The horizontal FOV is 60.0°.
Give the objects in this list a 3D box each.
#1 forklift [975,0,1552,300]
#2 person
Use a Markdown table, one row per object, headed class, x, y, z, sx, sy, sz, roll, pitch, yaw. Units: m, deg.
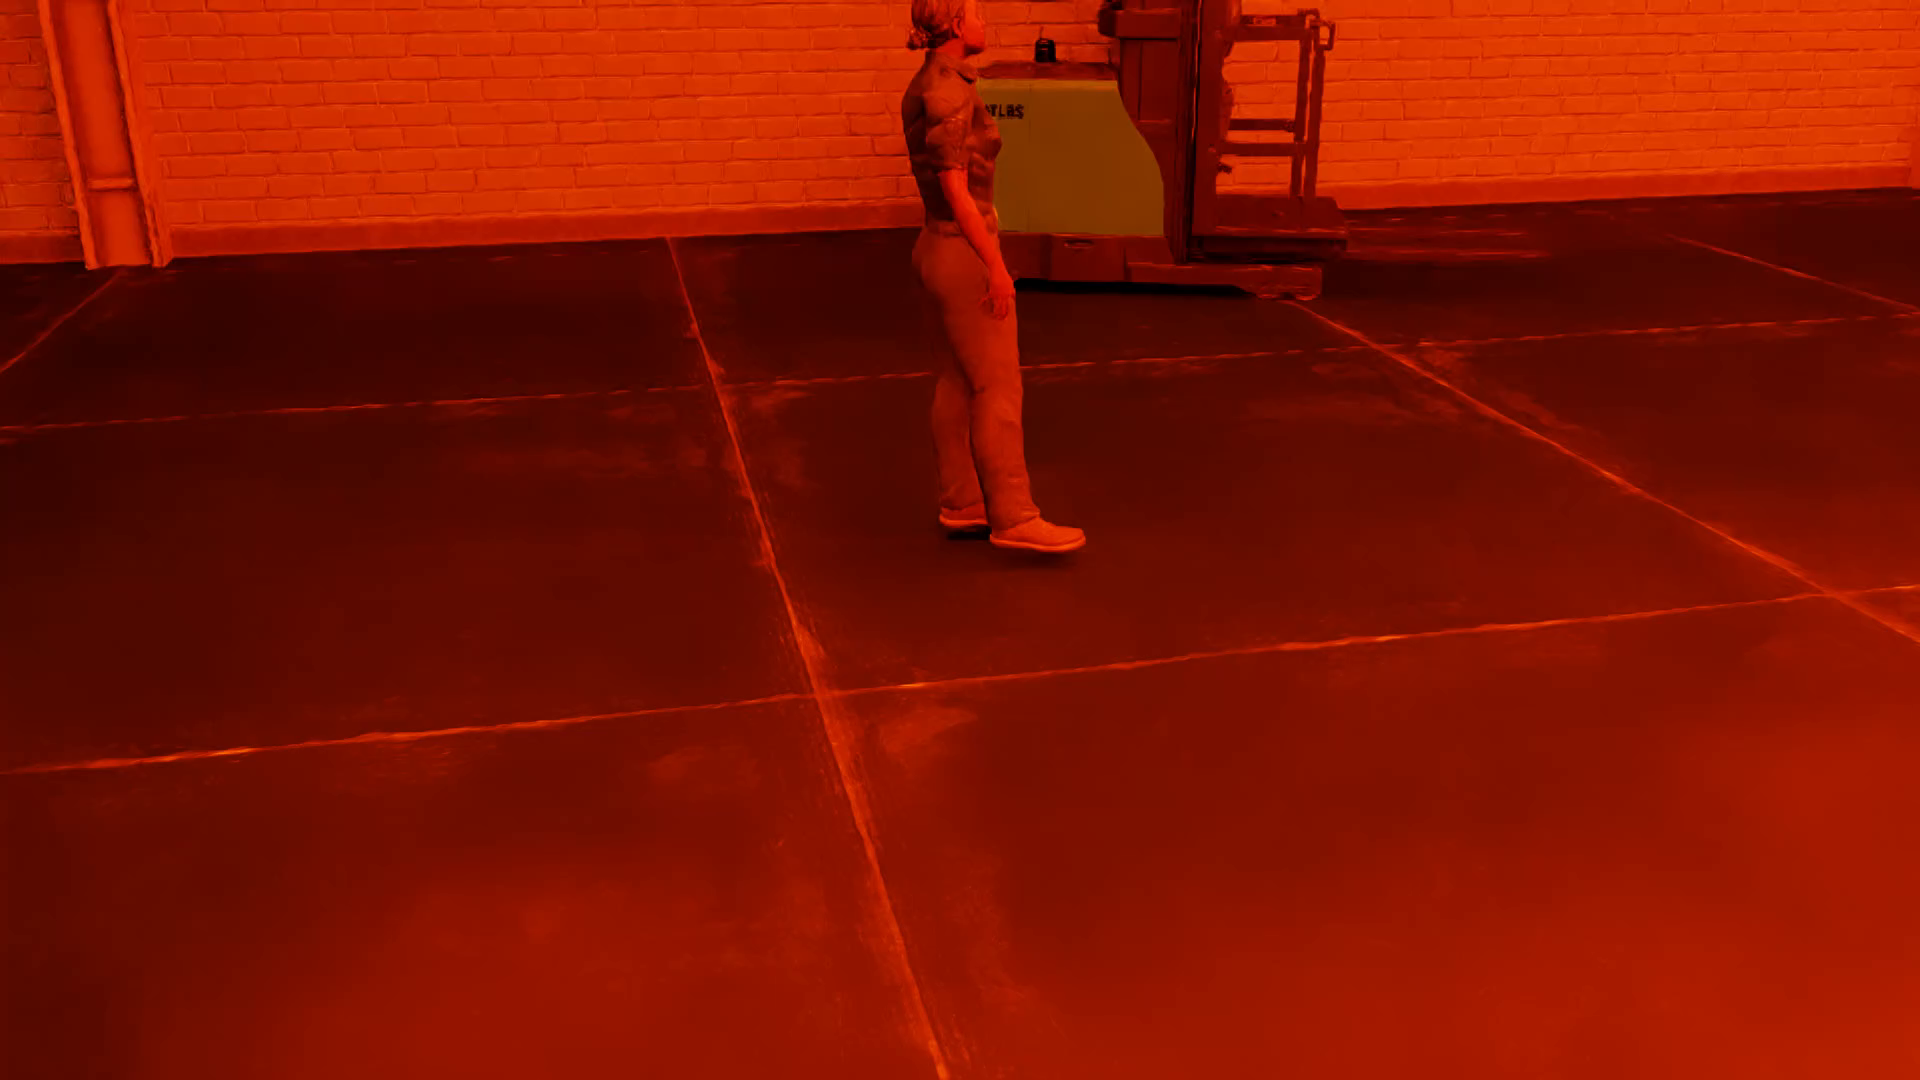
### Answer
| class | x | y | z | sx | sy | sz | roll | pitch | yaw |
| --- | --- | --- | --- | --- | --- | --- | --- | --- | --- |
| forklift | 1.553 | -2.796 | 8.504 | 3.031 | 2.935 | 1.130 | 3 | 21 | 7 |
| person | 0.090 | -0.816 | 4.986 | 0.504 | 1.654 | 0.570 | -5 | 21 | -12 |
